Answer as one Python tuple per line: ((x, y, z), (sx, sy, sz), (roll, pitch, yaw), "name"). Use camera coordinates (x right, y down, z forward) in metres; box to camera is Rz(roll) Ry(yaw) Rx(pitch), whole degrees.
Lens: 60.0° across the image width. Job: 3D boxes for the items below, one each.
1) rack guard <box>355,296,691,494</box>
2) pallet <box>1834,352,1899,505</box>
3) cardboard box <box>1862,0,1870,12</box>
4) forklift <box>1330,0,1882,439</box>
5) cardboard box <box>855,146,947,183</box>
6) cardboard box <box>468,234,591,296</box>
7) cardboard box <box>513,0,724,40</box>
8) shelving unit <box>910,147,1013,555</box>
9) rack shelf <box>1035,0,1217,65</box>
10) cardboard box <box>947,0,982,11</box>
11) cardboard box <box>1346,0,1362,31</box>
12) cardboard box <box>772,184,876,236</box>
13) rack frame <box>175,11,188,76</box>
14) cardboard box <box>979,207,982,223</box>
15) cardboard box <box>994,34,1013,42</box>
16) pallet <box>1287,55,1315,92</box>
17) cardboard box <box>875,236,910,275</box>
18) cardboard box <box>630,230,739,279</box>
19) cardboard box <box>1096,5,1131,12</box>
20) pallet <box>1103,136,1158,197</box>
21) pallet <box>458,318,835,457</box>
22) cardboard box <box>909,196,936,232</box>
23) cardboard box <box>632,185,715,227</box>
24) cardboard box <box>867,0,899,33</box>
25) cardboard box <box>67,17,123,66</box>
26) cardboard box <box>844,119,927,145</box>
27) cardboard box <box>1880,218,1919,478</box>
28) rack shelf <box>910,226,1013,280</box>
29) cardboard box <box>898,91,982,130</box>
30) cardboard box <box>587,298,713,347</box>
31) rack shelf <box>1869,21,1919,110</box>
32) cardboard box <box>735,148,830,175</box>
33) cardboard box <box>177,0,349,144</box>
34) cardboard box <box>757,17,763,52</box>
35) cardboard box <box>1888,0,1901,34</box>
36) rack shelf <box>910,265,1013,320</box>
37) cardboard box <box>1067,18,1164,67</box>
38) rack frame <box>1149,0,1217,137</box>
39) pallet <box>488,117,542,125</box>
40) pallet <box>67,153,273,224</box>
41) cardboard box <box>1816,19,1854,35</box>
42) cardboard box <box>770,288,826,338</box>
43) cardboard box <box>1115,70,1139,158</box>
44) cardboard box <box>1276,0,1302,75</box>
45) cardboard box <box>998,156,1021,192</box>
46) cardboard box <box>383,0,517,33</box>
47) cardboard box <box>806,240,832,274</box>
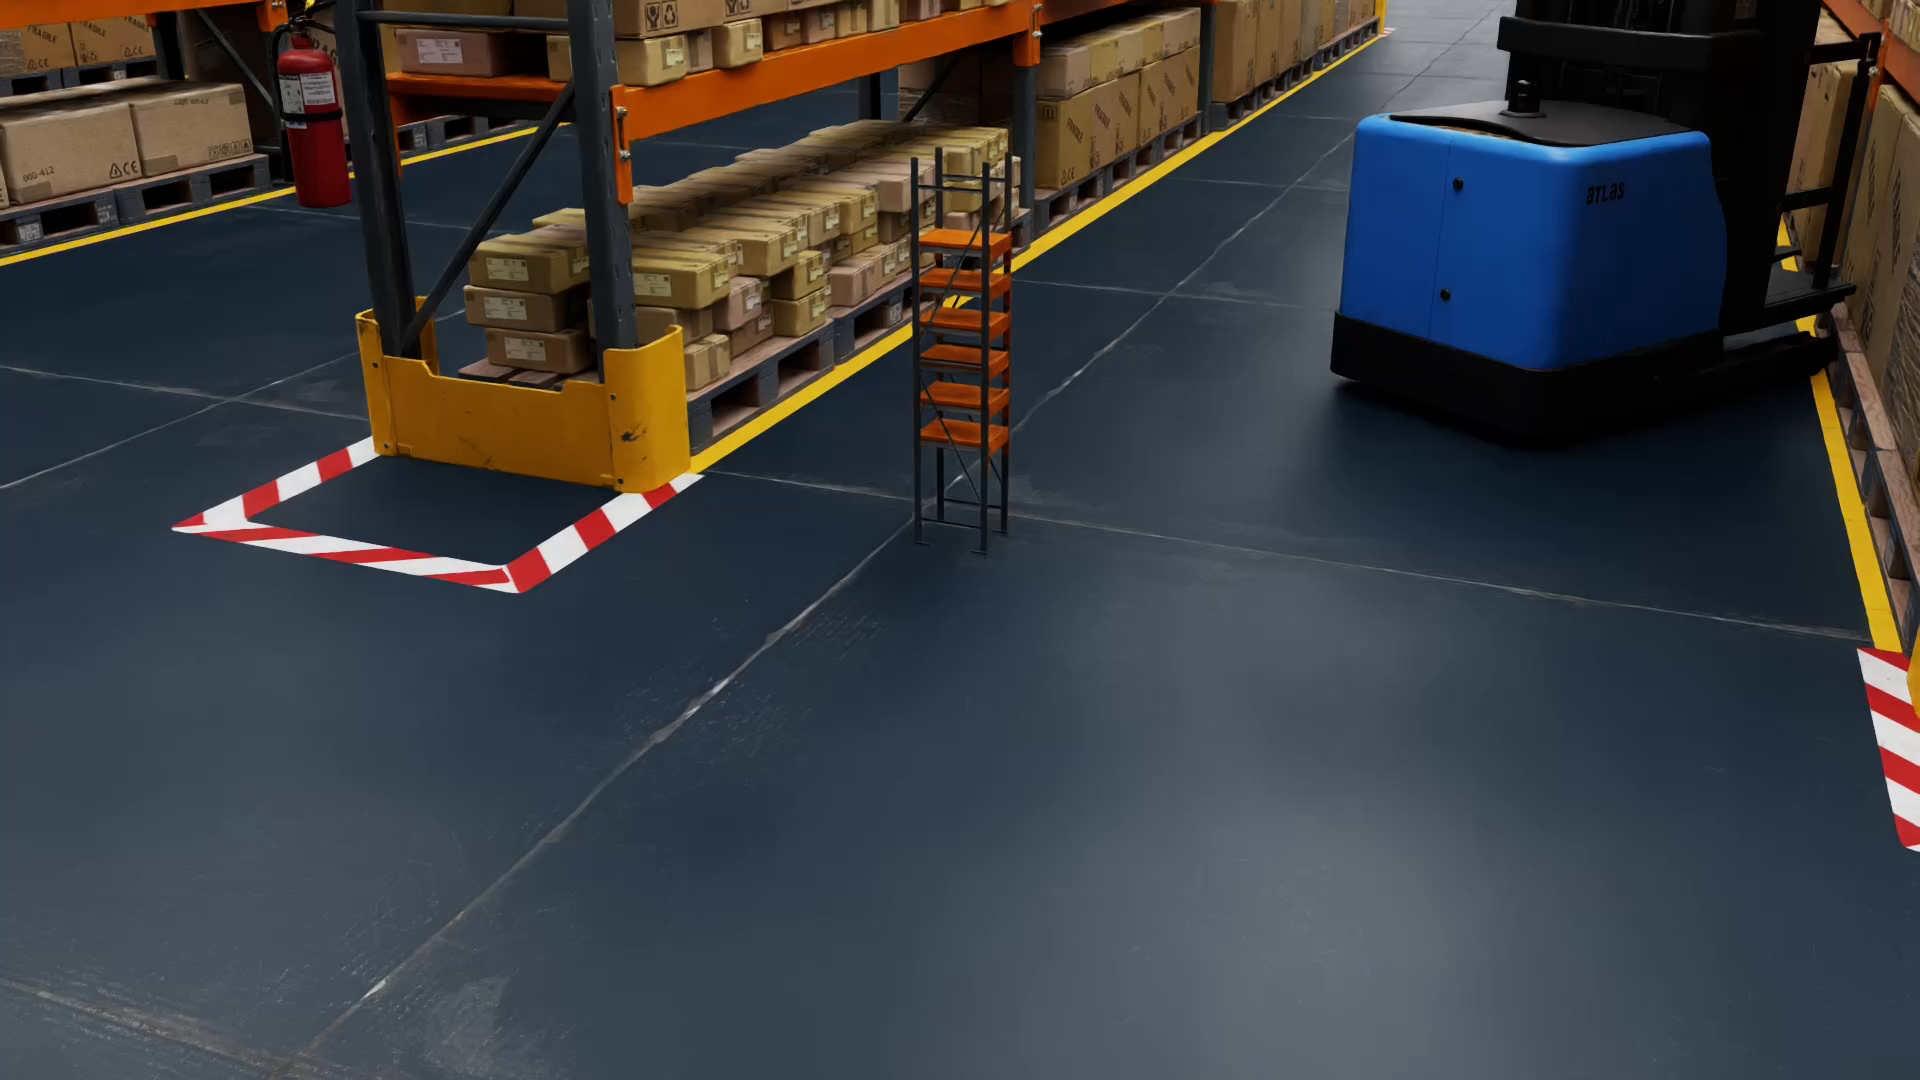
((-1.537, -0.525, 5.858), (1.175, 0.500, 0.348), (9, 24, 20), "rack guard")
((3.681, -0.351, 5.815), (1.003, 0.211, 1.213), (9, 24, 20), "pallet")
((4.598, -2.765, 7.848), (0.500, 0.500, 0.500), (10, 25, 22), "cardboard box")
((2.997, -2.142, 6.575), (3.031, 2.935, 1.130), (-15, 27, -31), "forklift")
((-0.283, -1.802, 8.054), (0.380, 0.149, 0.250), (10, 25, 22), "cardboard box")
((-1.604, -1.030, 6.205), (0.380, 0.149, 0.250), (9, 24, 21), "cardboard box")
((-1.142, -1.956, 5.524), (0.500, 0.500, 0.500), (10, 25, 23), "cardboard box")
((0.005, -0.559, 5.031), (0.258, 1.200, 0.189), (9, 24, 20), "shelving unit")
((0.663, -3.466, 10.590), (1.077, 0.370, 4.000), (9, 24, 20), "rack shelf")
((-0.118, -2.636, 7.995), (0.380, 0.149, 0.250), (10, 25, 22), "cardboard box")
((3.863, -6.023, 17.989), (0.875, 0.875, 0.875), (8, 24, 19), "cardboard box")
((-0.585, -1.417, 7.132), (0.380, 0.149, 0.250), (9, 24, 21), "cardboard box")
((-7.837, -5.896, 15.473), (1.000, 3.000, 0.127), (9, 24, 20), "rack frame")
((-0.083, -1.691, 8.560), (0.380, 0.149, 0.250), (9, 24, 22), "cardboard box")
((0.166, -2.954, 10.155), (0.500, 0.250, 0.500), (10, 25, 23), "cardboard box")
((2.675, -4.372, 15.442), (1.003, 0.211, 1.213), (9, 24, 20), "pallet")
((-0.452, -1.318, 7.667), (0.380, 0.149, 0.250), (9, 24, 21), "cardboard box")
((-1.064, -1.059, 6.275), (0.380, 0.149, 0.250), (9, 24, 21), "cardboard box")
((0.925, -3.688, 11.913), (0.500, 0.250, 0.500), (8, 24, 18), "cardboard box")
((0.660, -2.513, 10.992), (1.003, 0.211, 1.213), (9, 24, 20), "pallet")
((-1.202, -0.677, 6.598), (1.003, 0.211, 1.213), (9, 24, 20), "pallet")
((-0.334, -1.573, 7.892), (0.380, 0.149, 0.250), (9, 24, 21), "cardboard box")
((-1.276, -1.410, 7.116), (0.380, 0.149, 0.250), (10, 25, 22), "cardboard box")
((-0.482, -2.261, 7.097), (0.380, 0.149, 0.250), (9, 24, 21), "cardboard box")
((-7.990, -4.576, 15.013), (0.500, 0.500, 0.500), (8, 24, 19), "cardboard box")
((-0.400, -2.142, 8.868), (0.380, 0.149, 0.250), (10, 25, 22), "cardboard box")
((3.504, -0.684, 5.208), (0.875, 0.875, 0.875), (9, 24, 20), "cardboard box")
((0.005, -0.850, 4.910), (0.258, 0.103, 0.180), (9, 24, 20), "rack shelf")
((-0.038, -2.424, 9.859), (0.500, 0.500, 0.500), (8, 24, 19), "cardboard box")
((-1.132, -0.817, 6.083), (0.380, 0.149, 0.250), (10, 25, 22), "cardboard box")
((3.745, -1.289, 5.377), (1.077, 0.370, 4.000), (9, 24, 20), "rack shelf")
((-0.851, -1.778, 7.997), (0.380, 0.149, 0.250), (9, 24, 21), "cardboard box")
((-4.557, -3.202, 11.235), (0.875, 0.875, 0.875), (10, 25, 22), "cardboard box")
((-0.966, -1.902, 6.238), (0.380, 0.149, 0.250), (10, 25, 23), "cardboard box")
((4.069, -2.162, 6.860), (0.380, 0.149, 0.250), (9, 24, 20), "cardboard box")
((0.005, -0.739, 4.956), (0.258, 0.103, 0.180), (9, 24, 20), "rack shelf")
((1.015, -3.256, 10.879), (0.500, 0.250, 0.500), (9, 24, 21), "cardboard box")
((1.406, -4.514, 12.165), (1.000, 3.000, 0.127), (9, 24, 20), "rack frame")
((-3.590, -3.628, 13.663), (1.003, 0.211, 1.213), (9, 24, 20), "pallet")
((-5.068, -2.207, 10.261), (1.003, 0.211, 1.213), (9, 24, 20), "pallet")
((5.360, -2.419, 9.362), (1.225, 0.875, 0.875), (9, 24, 20), "cardboard box")
((-0.770, -0.942, 6.768), (0.380, 0.149, 0.250), (9, 24, 21), "cardboard box")
((0.818, -2.728, 10.588), (0.500, 0.500, 0.500), (9, 24, 21), "cardboard box")
((2.383, -4.521, 14.557), (1.050, 0.750, 0.750), (9, 24, 20), "cardboard box")
((0.099, -1.940, 8.770), (0.380, 0.149, 0.250), (9, 24, 21), "cardboard box")
((-1.637, -2.032, 5.708), (0.500, 0.500, 0.500), (9, 24, 21), "cardboard box")
((-0.763, -1.192, 6.981), (0.380, 0.149, 0.250), (8, 24, 18), "cardboard box")
